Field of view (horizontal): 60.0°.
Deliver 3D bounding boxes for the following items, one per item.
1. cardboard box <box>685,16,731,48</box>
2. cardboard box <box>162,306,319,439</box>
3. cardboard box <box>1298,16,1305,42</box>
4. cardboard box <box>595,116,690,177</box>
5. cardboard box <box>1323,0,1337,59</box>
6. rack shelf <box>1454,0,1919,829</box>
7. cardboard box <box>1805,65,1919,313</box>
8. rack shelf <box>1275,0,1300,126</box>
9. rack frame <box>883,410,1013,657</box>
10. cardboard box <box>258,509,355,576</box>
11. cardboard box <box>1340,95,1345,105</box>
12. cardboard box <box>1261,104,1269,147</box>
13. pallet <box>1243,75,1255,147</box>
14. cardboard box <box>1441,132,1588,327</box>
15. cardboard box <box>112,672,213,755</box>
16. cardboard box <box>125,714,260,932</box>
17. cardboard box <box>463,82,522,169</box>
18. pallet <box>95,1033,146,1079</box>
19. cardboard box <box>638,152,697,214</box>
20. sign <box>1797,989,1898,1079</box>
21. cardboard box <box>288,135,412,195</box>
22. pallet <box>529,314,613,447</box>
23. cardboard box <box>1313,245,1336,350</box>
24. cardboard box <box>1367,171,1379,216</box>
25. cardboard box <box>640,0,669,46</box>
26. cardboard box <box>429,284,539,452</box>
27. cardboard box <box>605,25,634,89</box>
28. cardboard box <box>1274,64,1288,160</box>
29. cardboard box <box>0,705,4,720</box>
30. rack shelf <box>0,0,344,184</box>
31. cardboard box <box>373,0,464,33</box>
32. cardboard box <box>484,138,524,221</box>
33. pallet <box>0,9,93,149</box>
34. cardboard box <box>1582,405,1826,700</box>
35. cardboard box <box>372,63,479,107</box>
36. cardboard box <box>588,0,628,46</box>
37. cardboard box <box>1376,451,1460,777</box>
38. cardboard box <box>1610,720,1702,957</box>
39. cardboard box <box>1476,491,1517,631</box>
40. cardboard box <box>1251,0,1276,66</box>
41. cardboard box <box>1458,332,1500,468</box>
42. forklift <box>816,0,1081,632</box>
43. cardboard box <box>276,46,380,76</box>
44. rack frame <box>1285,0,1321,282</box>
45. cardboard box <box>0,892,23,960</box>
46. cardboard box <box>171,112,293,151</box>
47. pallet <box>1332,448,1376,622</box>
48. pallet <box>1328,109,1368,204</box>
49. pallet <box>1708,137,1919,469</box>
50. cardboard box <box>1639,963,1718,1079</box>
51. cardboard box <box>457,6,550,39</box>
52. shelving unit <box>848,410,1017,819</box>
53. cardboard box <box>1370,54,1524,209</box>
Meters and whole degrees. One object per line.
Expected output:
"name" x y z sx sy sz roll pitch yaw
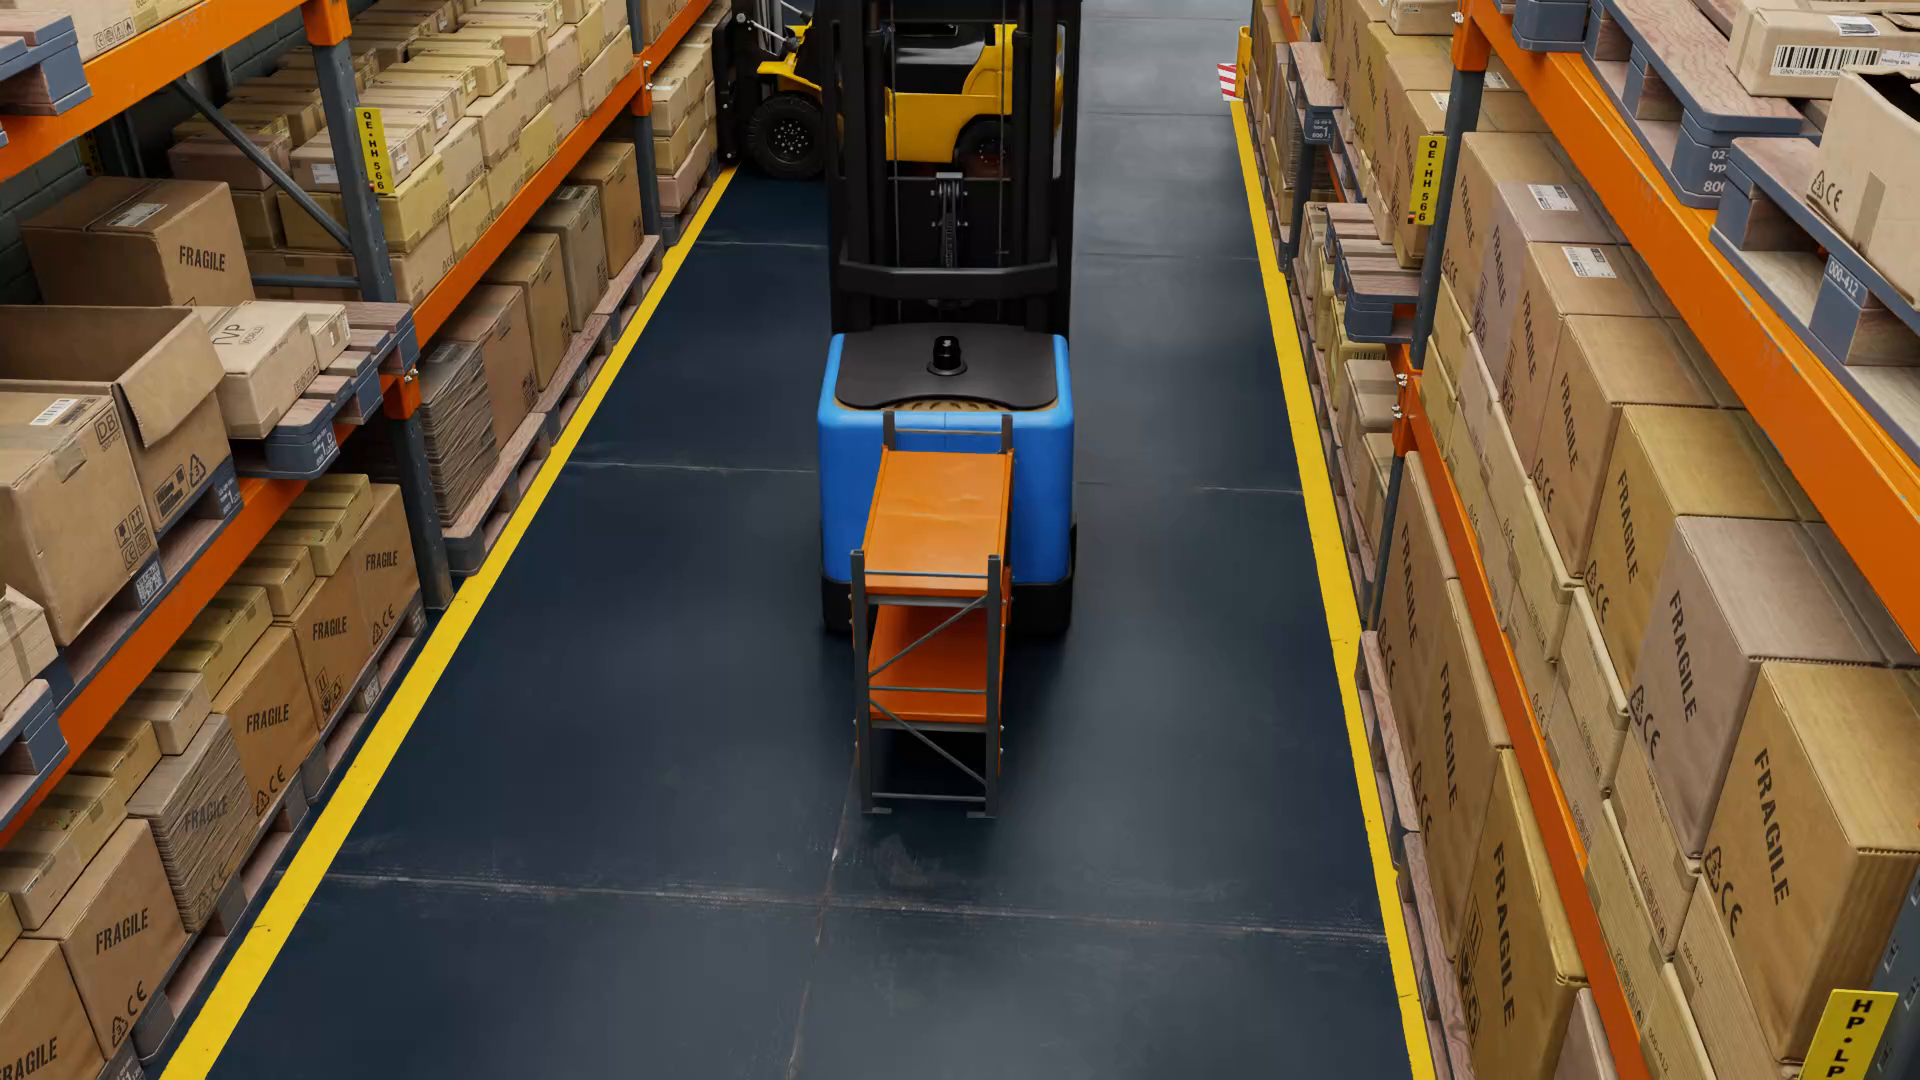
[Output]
"cardboard box" -1.925 -3.582 11.971 0.500 0.250 0.500 2 32 3
"cardboard box" -2.497 -0.565 5.550 0.500 0.250 0.500 1 32 2
"cardboard box" 2.275 -3.102 10.164 0.380 0.149 0.250 3 32 5
"cardboard box" -2.061 -2.568 10.802 0.500 0.250 0.500 2 32 4
"cardboard box" 2.175 -2.750 8.574 0.500 0.500 0.500 3 32 4
"rack shelf" 2.051 -0.730 3.903 1.077 0.370 4.000 2 32 4
"cardboard box" 1.750 -0.602 2.693 0.500 0.311 0.500 2 32 4
"rack shelf" 2.702 -3.637 11.478 1.077 0.370 4.000 2 32 4
"rack frame" -0.046 -0.005 6.686 0.500 1.125 0.032 2 32 3
"cardboard box" -2.513 0.007 6.244 0.380 0.149 0.250 1 32 1
"cardboard box" 2.141 -2.279 8.428 0.380 0.149 0.250 3 32 5
"cardboard box" 2.443 -3.034 12.035 0.500 0.250 0.500 5 32 7
"pallet" 2.757 -3.339 12.966 1.003 0.211 1.213 2 32 4
"cardboard box" 1.930 -1.026 5.508 0.500 0.500 0.500 1 32 2
"cardboard box" -2.658 0.555 5.354 0.380 0.149 0.250 1 32 2
"cardboard box" -2.669 0.908 5.401 0.500 0.500 0.500 1 32 2
"cardboard box" -2.352 -1.921 7.674 0.500 0.250 0.500 2 32 3
"pallet" -3.031 1.836 4.569 1.003 0.211 1.213 2 32 4
"cardboard box" -2.039 -2.354 10.932 0.500 0.250 0.500 3 32 4
"sign" 1.346 0.809 2.550 0.100 0.325 0.005 2 32 4
"cardboard box" -2.415 -1.488 6.592 0.380 0.149 0.250 3 32 5
"pallet" -2.526 -0.893 8.999 1.003 0.211 1.213 2 32 4
"cardboard box" 2.444 -1.307 9.116 0.950 0.372 0.625 4 32 7
"cardboard box" 1.960 -1.467 7.111 0.380 0.149 0.250 1 32 2
"cardboard box" -2.112 -3.371 10.265 0.500 0.500 0.500 2 32 3
"cardboard box" -2.624 -0.851 8.135 0.875 0.625 0.625 3 32 6
"cardboard box" -2.189 -2.769 9.526 0.500 0.250 0.500 3 32 5
"cardboard box" 2.359 -2.811 10.959 0.500 0.500 0.500 3 32 5
"cardboard box" -2.755 0.341 3.843 0.700 0.500 0.500 3 32 5
"rack shelf" -2.897 -0.940 4.244 1.077 0.370 4.000 2 32 4
"cardboard box" -2.792 -2.719 8.590 0.380 0.149 0.250 2 32 4
"cardboard box" -2.374 -1.706 7.802 0.500 0.250 0.500 1 32 2
"pallet" -2.855 -1.001 3.836 1.213 0.211 1.003 2 32 4
"cardboard box" 1.769 0.038 3.780 0.500 0.500 0.500 3 32 5
"cardboard box" -2.399 -2.033 7.477 0.380 0.149 0.250 3 32 5
"cardboard box" -2.194 -2.988 9.407 0.500 0.250 0.500 2 32 3
"cardboard box" 2.074 0.278 6.065 0.875 0.875 0.875 2 32 4
"cardboard box" 1.715 0.635 3.528 0.500 0.250 0.500 3 32 5
"cardboard box" 1.850 0.047 4.958 0.500 0.250 0.500 3 32 6
"cardboard box" 2.522 -3.894 12.715 0.500 0.500 0.500 1 32 2
"cardboard box" 1.883 -0.430 5.255 0.500 0.250 0.500 3 32 5
"forklift" -0.040 -1.596 7.546 1.130 2.935 3.031 0 32 1
"cardboard box" -2.931 -2.186 7.725 0.380 0.149 0.250 2 32 3
"rack frame" 2.539 -2.897 9.592 1.000 3.000 0.127 2 32 4
"cardboard box" -2.802 1.082 4.499 0.380 0.149 0.250 2 32 3
"cardboard box" -2.999 -1.655 6.862 0.380 0.149 0.250 3 32 5
"pallet" 2.279 -0.027 7.592 1.003 0.211 1.213 2 32 4
"pallet" 2.334 -1.761 7.931 1.003 0.211 1.213 2 32 4
"pallet" 1.913 -0.391 2.849 0.805 0.209 1.217 1 32 2
"cardboard box" 1.673 1.105 3.241 0.500 0.250 0.500 2 32 3
"cardboard box" -2.290 -2.568 8.345 0.380 0.149 0.250 3 32 4
"shelving unit" -0.080 0.261 6.254 0.538 1.125 1.048 2 32 3
"cardboard box" 2.005 -1.674 6.828 0.500 0.500 0.500 2 32 3
